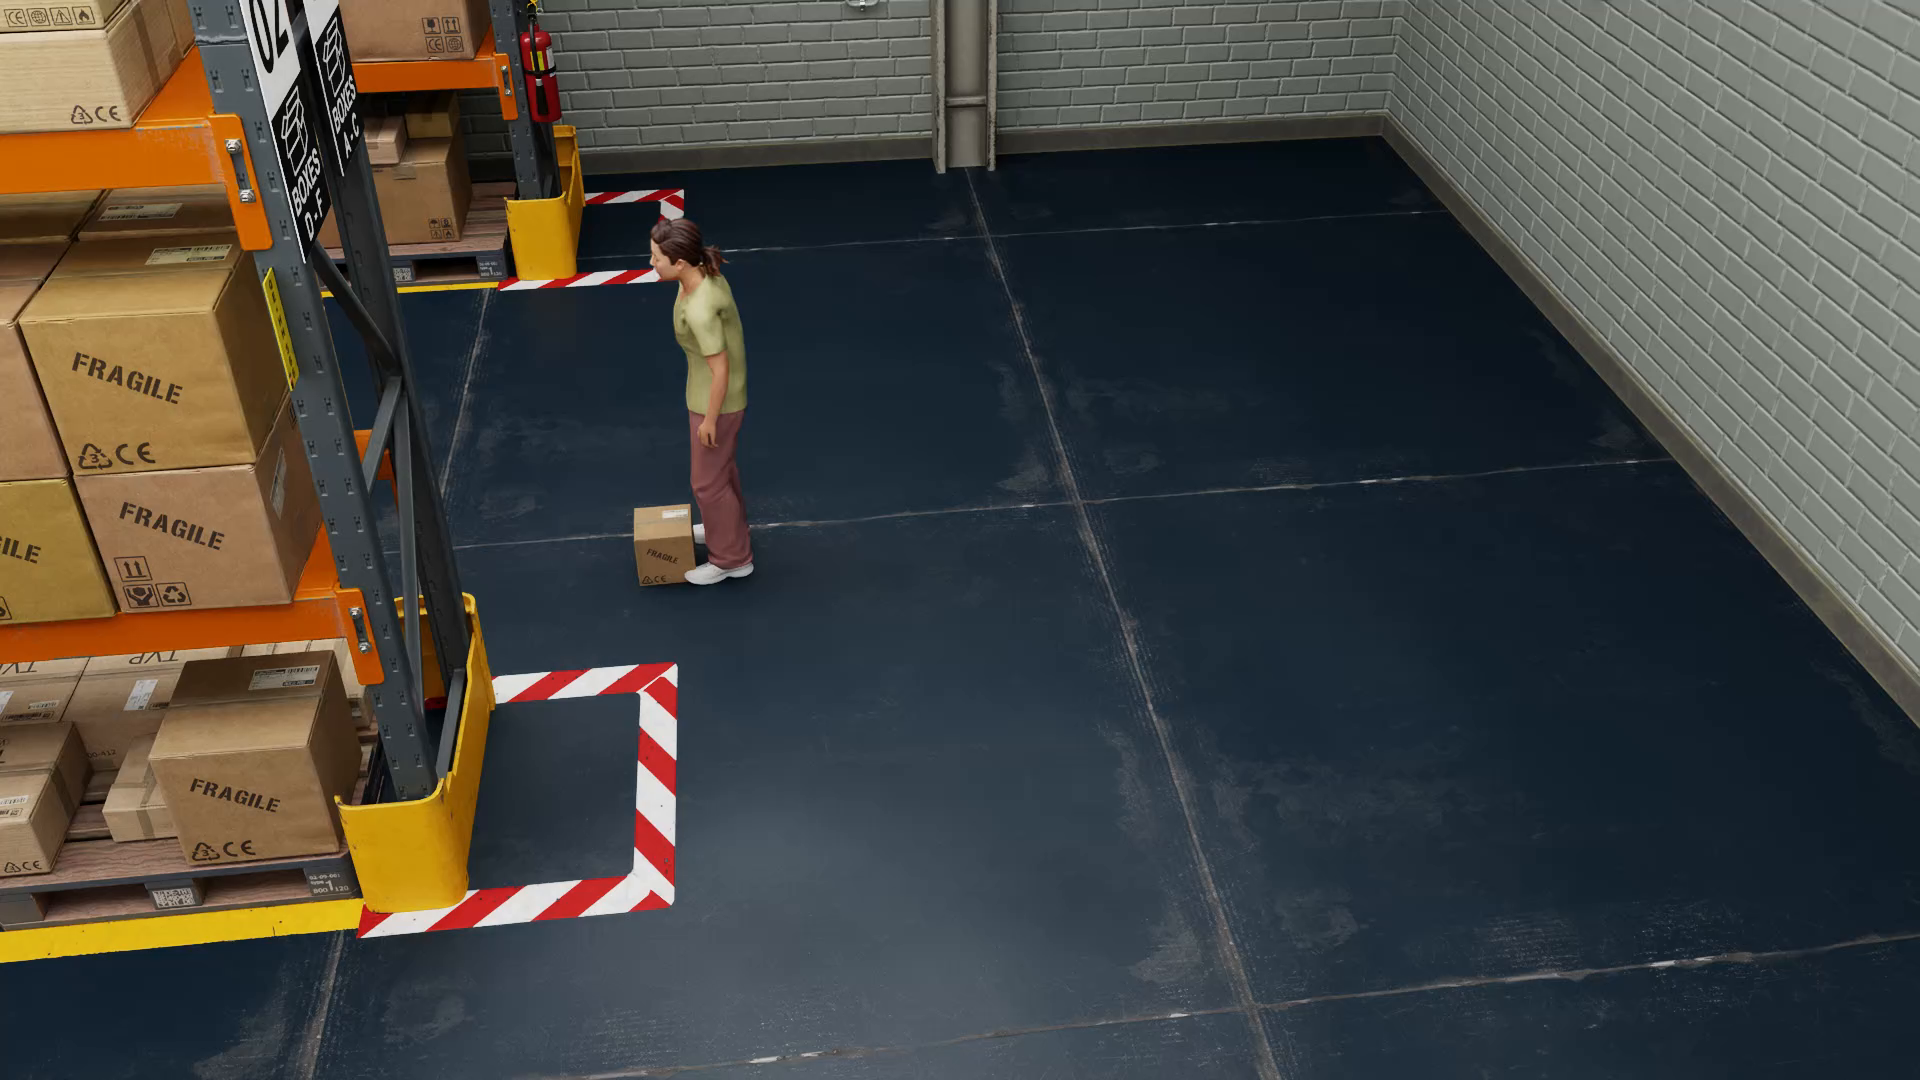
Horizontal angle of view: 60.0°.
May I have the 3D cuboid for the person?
[{"bbox_3d":[-1.059,-0.583,6.981,0.353,1.672,0.508,-5,35,-7],"label":"person"}]
